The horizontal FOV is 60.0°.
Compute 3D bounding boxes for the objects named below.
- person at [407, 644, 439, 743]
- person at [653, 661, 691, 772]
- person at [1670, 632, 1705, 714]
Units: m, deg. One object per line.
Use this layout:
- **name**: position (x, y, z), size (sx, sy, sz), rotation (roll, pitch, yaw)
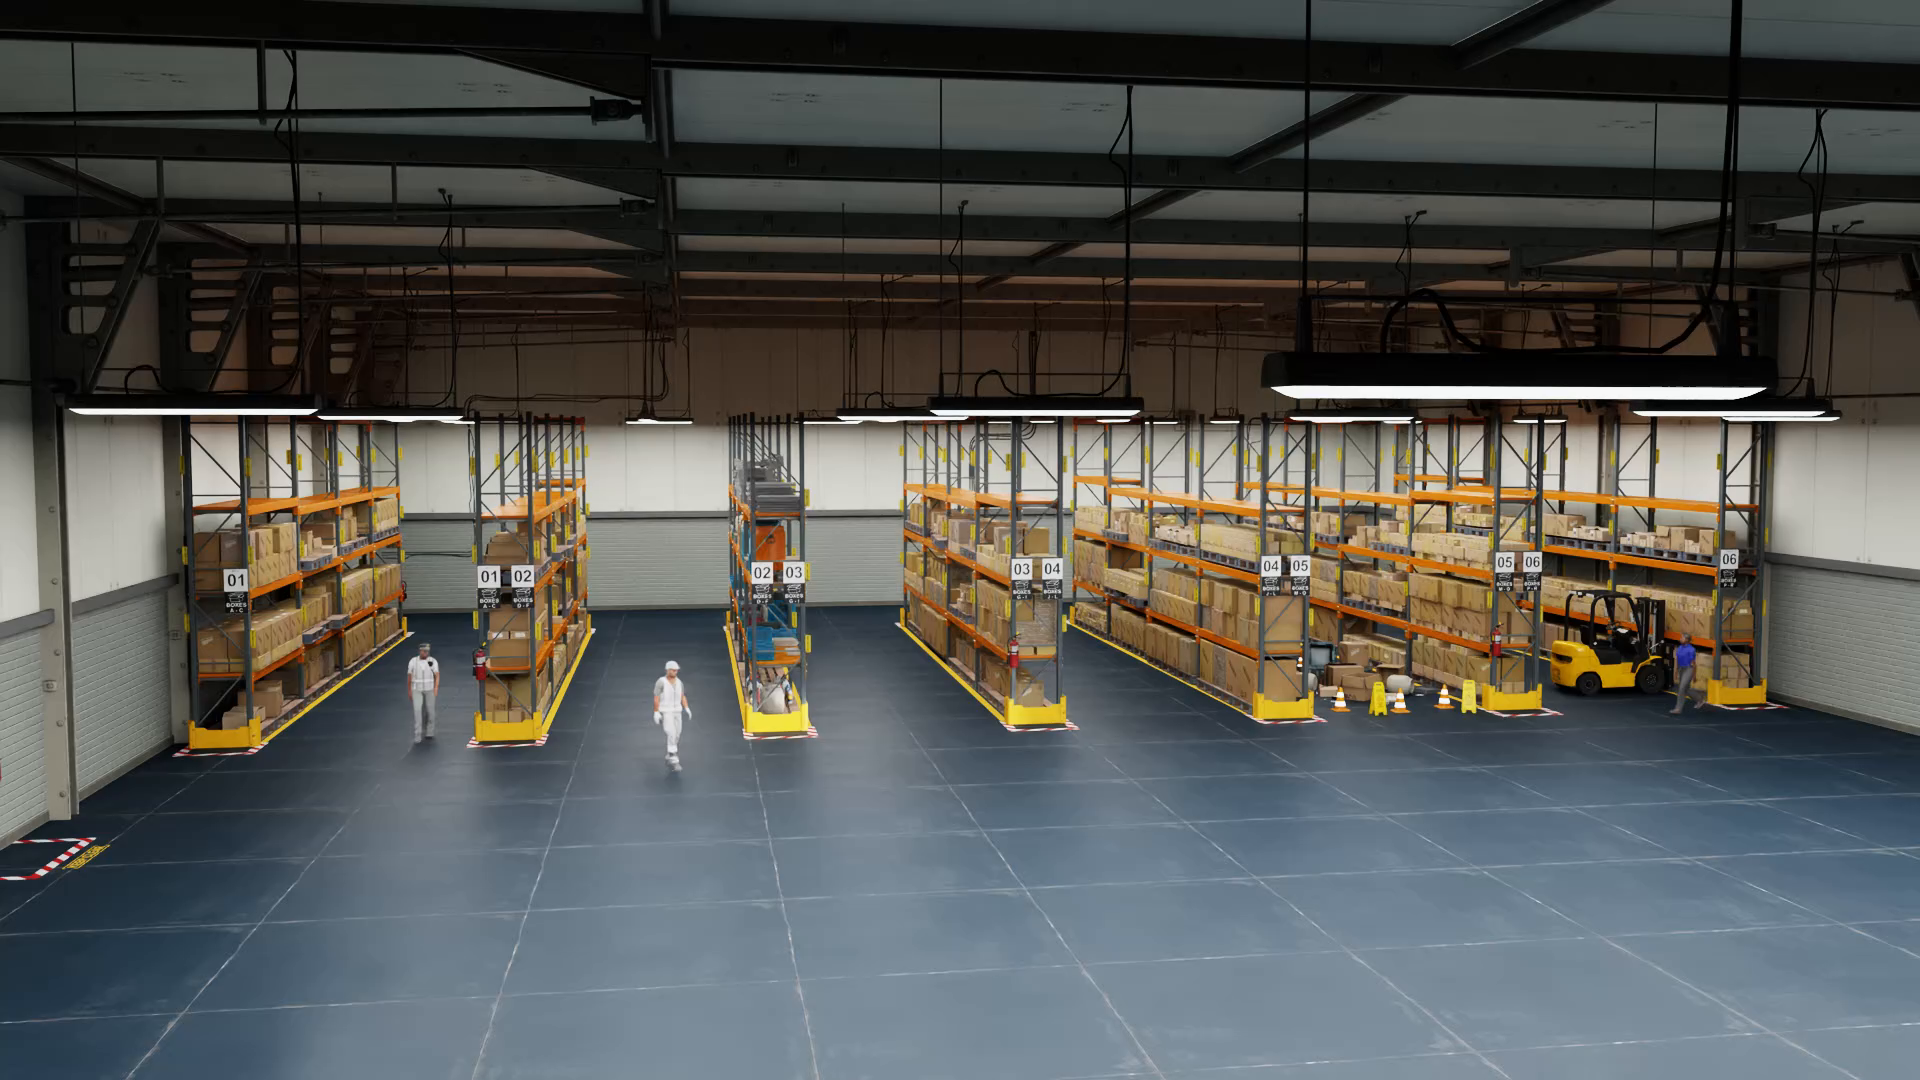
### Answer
- **person**: position (-9.826, 2.794, 30.508), size (0.561, 1.759, 0.755), rotation (-2, 4, -23)
- **person**: position (-4.778, 2.940, 27.930), size (0.756, 1.786, 0.559), rotation (4, 5, 45)
- **person**: position (14.546, 2.649, 33.226), size (0.923, 1.600, 0.470), rotation (-1, 4, -16)
